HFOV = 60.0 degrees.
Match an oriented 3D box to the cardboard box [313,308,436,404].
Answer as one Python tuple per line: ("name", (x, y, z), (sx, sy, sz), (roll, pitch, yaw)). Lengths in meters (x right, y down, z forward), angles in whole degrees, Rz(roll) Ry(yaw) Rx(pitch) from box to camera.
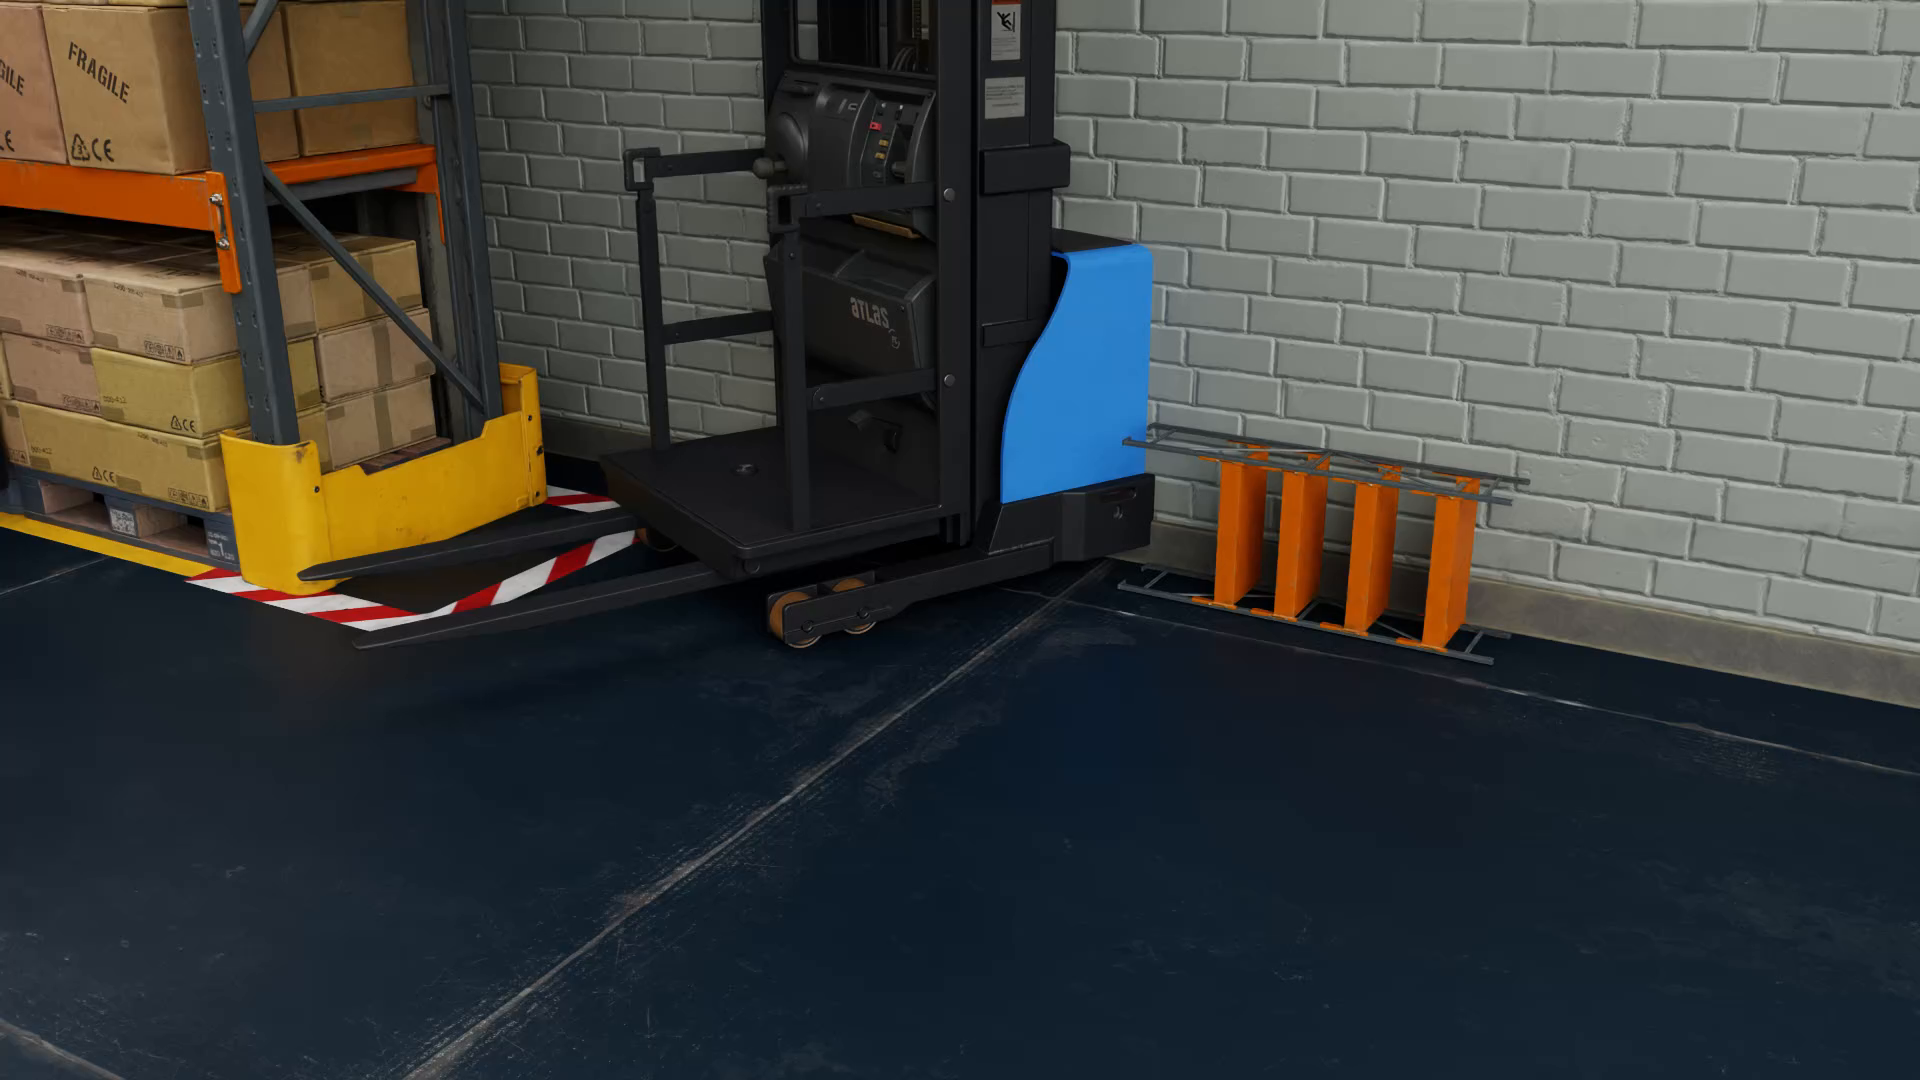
("cardboard box", (-2.300, -0.709, 6.104), (0.500, 0.250, 0.500), (11, 23, 28))

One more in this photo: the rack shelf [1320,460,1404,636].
("rack shelf", (1.225, 0.017, 5.061), (0.148, 0.480, 0.258), (11, 23, 28))

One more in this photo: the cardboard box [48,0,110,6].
("cardboard box", (-2.668, -1.789, 5.300), (0.250, 0.149, 0.380), (11, 23, 28))

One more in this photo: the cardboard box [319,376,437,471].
("cardboard box", (-2.325, -0.474, 6.189), (0.500, 0.250, 0.500), (11, 23, 28))

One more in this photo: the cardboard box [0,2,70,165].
("cardboard box", (-2.997, -1.569, 5.645), (0.500, 0.500, 0.500), (12, 23, 29))

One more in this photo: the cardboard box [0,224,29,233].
("cardboard box", (-3.878, -1.038, 6.279), (0.500, 0.250, 0.500), (10, 22, 26))

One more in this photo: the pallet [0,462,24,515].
("pallet", (-3.740, -0.436, 6.758), (1.213, 0.211, 1.003), (11, 23, 27))

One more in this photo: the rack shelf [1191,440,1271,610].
("rack shelf", (0.860, -0.055, 5.261), (0.148, 0.480, 0.258), (11, 23, 28))

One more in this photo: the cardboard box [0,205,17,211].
("cardboard box", (-4.075, -1.277, 6.937), (0.500, 0.250, 0.500), (11, 23, 28))

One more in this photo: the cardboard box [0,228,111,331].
("cardboard box", (-3.439, -0.952, 6.040), (0.500, 0.250, 0.500), (11, 23, 28))

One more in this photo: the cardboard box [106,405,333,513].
("cardboard box", (-2.555, -0.318, 5.760), (0.500, 0.250, 0.500), (11, 23, 28))

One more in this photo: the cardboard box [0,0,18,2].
("cardboard box", (-3.076, -1.895, 5.592), (0.250, 0.149, 0.380), (11, 22, 27))

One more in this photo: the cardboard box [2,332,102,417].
("cardboard box", (-3.001, -0.643, 5.923), (0.500, 0.250, 0.500), (11, 22, 27))

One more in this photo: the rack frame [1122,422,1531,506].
("rack frame", (1.090, -0.239, 5.052), (1.200, 0.015, 0.240), (11, 23, 28))

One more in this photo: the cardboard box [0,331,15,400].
("cardboard box", (-3.462, -0.723, 6.143), (0.500, 0.250, 0.500), (10, 22, 26))

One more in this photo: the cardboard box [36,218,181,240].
("cardboard box", (-3.188, -1.109, 6.473), (0.500, 0.250, 0.500), (11, 22, 27))

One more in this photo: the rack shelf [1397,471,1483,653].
("rack shelf", (1.429, 0.058, 4.949), (0.148, 0.480, 0.258), (11, 23, 28))

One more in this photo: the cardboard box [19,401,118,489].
("cardboard box", (-2.985, -0.404, 5.995), (0.500, 0.250, 0.500), (11, 23, 27))

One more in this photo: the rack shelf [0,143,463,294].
("rack shelf", (-3.737, -1.424, 6.446), (4.000, 0.370, 1.077), (11, 23, 27))

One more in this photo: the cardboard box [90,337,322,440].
("cardboard box", (-2.569, -0.557, 5.685), (0.500, 0.250, 0.500), (10, 22, 27))

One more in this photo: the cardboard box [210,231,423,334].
("cardboard box", (-2.318, -0.940, 6.009), (0.500, 0.250, 0.500), (10, 22, 26))

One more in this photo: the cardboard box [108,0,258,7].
("cardboard box", (-2.431, -1.755, 5.207), (0.250, 0.149, 0.380), (11, 23, 28))

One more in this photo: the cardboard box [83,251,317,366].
("cardboard box", (-2.545, -0.788, 5.588), (0.500, 0.250, 0.500), (12, 23, 29))

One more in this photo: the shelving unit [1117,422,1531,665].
("shelving unit", (1.090, -0.010, 5.135), (1.200, 0.503, 0.258), (11, 23, 28))

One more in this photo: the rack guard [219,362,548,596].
("rack guard", (-1.970, -0.250, 5.821), (0.348, 0.500, 1.175), (11, 23, 27))

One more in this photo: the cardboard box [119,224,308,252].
("cardboard box", (-2.756, -1.022, 6.235), (0.500, 0.250, 0.500), (11, 23, 27))

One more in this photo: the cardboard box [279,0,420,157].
("cardboard box", (-2.288, -1.641, 5.844), (0.500, 0.500, 0.500), (12, 23, 29))

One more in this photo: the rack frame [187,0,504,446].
("rack frame", (-1.991, -1.429, 5.406), (0.127, 3.000, 1.000), (11, 23, 27))

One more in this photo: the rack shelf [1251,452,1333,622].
("rack shelf", (1.032, -0.021, 5.167), (0.148, 0.480, 0.258), (11, 23, 28))

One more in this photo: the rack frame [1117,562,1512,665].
("rack frame", (1.090, 0.220, 5.218), (1.200, 0.015, 0.240), (11, 23, 28))

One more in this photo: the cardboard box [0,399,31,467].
("cardboard box", (-3.417, -0.489, 6.232), (0.500, 0.250, 0.500), (11, 23, 28))

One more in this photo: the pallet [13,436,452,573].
("pallet", (-2.679, -0.233, 6.198), (1.213, 0.211, 1.003), (11, 23, 27))

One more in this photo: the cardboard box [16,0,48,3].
("cardboard box", (-2.865, -1.850, 5.469), (0.250, 0.149, 0.380), (11, 23, 28))

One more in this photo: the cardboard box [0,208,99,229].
("cardboard box", (-3.632, -1.196, 6.713), (0.500, 0.250, 0.500), (10, 22, 26))

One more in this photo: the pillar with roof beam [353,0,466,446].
("pillar with roof beam", (-4.259, -3.352, 1.909), (0.400, 9.000, 9.100), (11, 23, 27))

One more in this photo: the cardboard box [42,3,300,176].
("cardboard box", (-2.549, -1.480, 5.399), (0.500, 0.500, 0.500), (10, 22, 26))

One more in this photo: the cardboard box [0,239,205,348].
("cardboard box", (-2.994, -0.871, 5.817), (0.500, 0.250, 0.500), (11, 23, 28))

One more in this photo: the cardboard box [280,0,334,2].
("cardboard box", (-2.161, -1.915, 5.647), (0.250, 0.149, 0.380), (10, 22, 26))

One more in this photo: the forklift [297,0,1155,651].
("forklift", (-0.525, -1.259, 5.038), (3.031, 2.935, 1.130), (-13, 24, -31))
